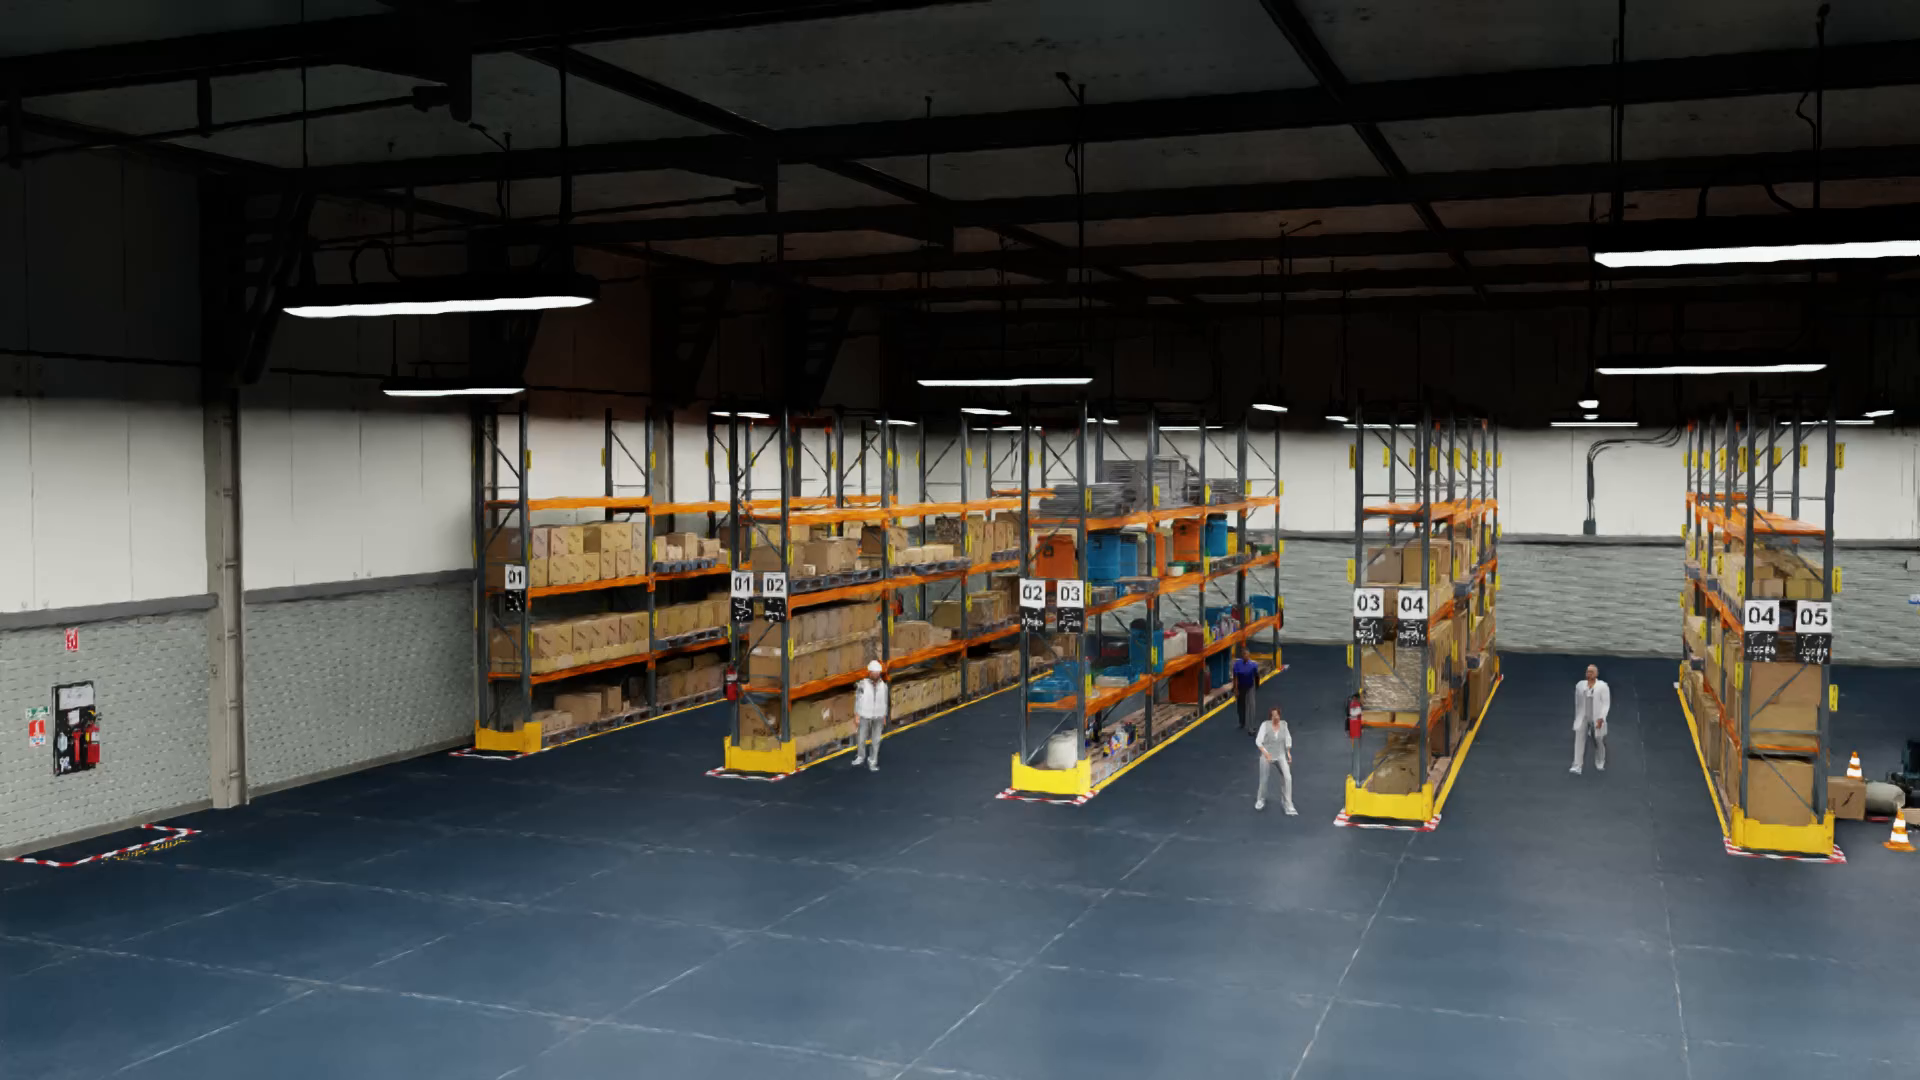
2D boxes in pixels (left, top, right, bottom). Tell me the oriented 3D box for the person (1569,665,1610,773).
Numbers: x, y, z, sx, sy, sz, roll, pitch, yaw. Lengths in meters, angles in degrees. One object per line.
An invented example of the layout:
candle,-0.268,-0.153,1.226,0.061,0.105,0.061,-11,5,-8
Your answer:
person,10.045,2.838,26.455,0.575,1.714,1.104,2,3,30

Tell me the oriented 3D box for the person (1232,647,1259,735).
person,5.205,2.720,30.313,0.470,1.571,1.060,1,3,12

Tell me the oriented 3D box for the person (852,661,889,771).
person,-1.447,2.819,26.831,0.580,1.762,0.569,-1,3,-15

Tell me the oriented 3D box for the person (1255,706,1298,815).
person,4.453,3.079,23.534,0.568,1.528,0.780,0,3,2
